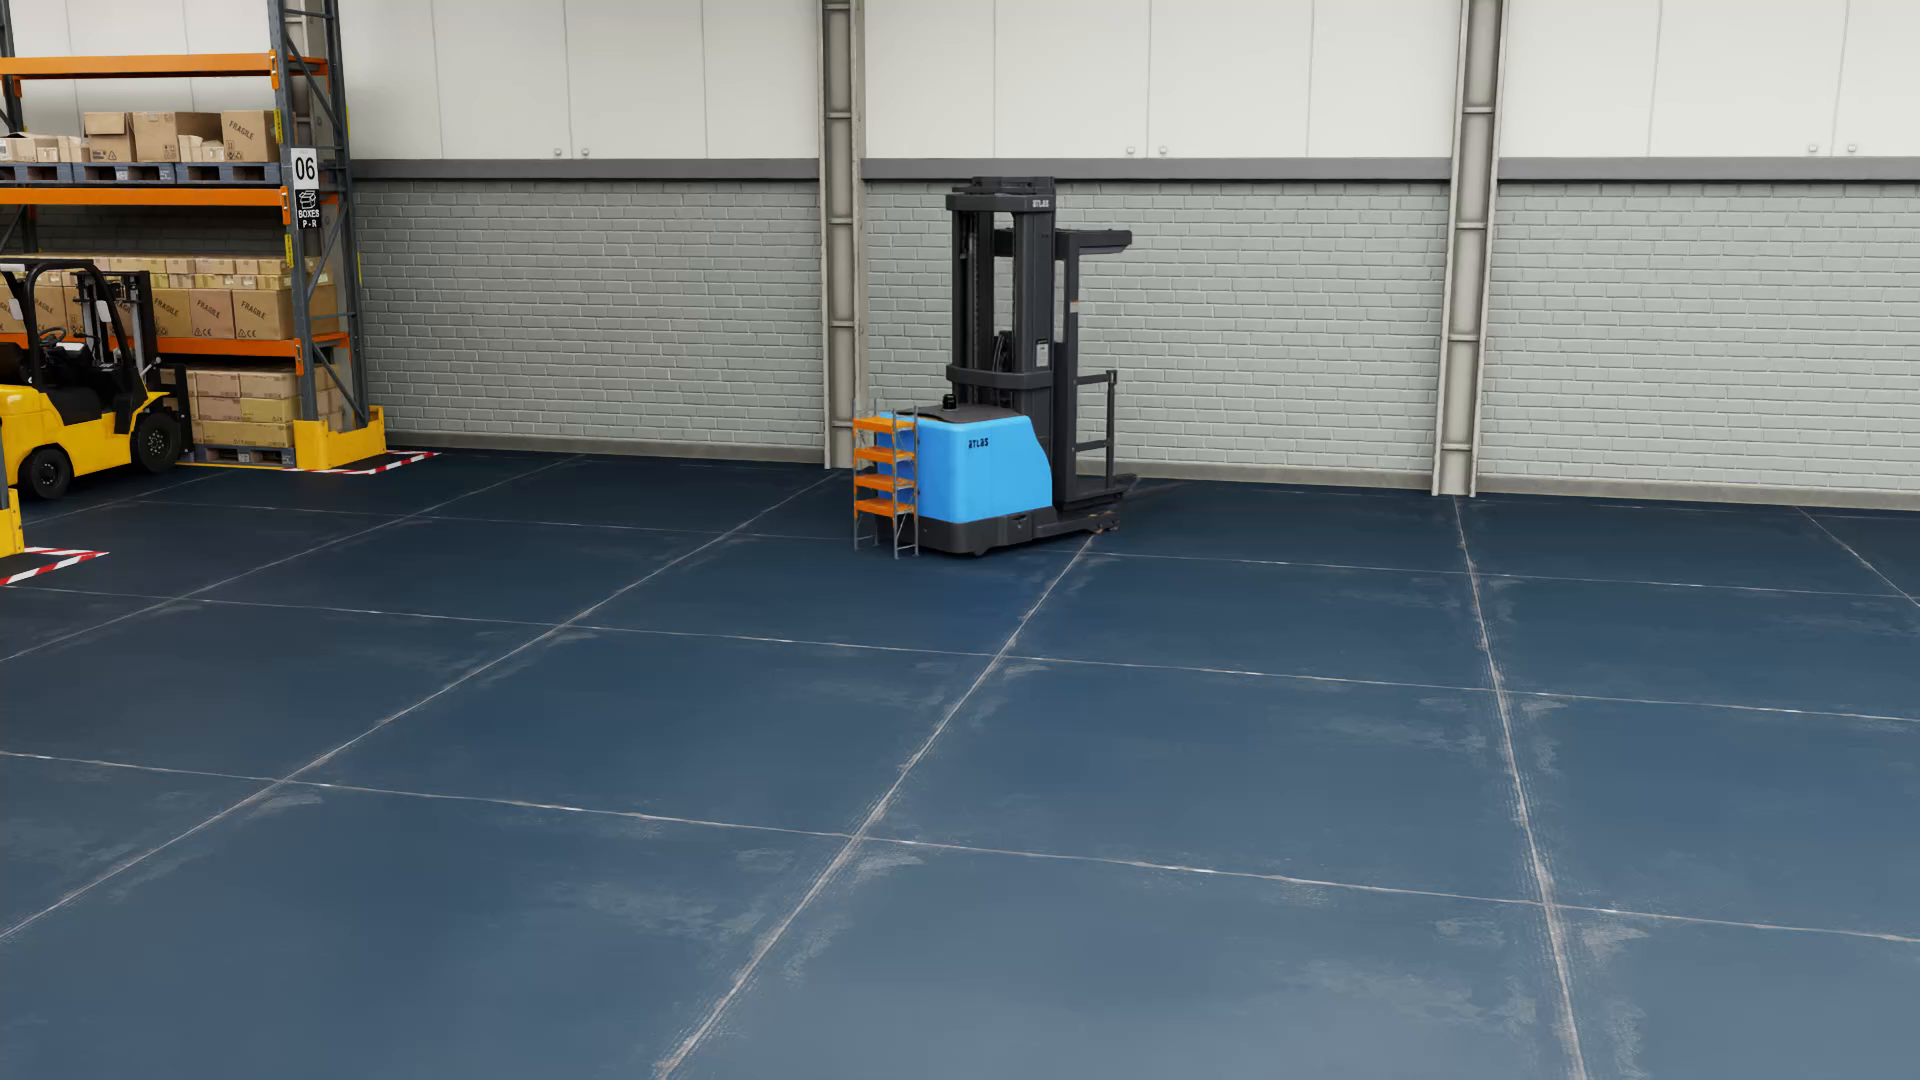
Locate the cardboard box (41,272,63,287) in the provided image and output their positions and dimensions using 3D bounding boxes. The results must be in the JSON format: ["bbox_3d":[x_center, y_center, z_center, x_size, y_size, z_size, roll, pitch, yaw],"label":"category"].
[{"bbox_3d":[-9.430,-2.758,17.510,0.250,0.149,0.380,3,13,15],"label":"cardboard box"}]

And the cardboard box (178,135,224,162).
[{"bbox_3d":[-7.650,-3.951,16.800,0.258,0.266,0.396,3,13,14],"label":"cardboard box"}]

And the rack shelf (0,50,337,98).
[{"bbox_3d":[-8.468,-4.792,17.141,4.000,0.370,1.077,3,13,14],"label":"rack shelf"}]

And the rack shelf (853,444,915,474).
[{"bbox_3d":[-0.590,-0.640,13.125,0.258,0.148,0.480,-12,17,-42],"label":"rack shelf"}]

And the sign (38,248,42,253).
[{"bbox_3d":[-10.278,-3.091,18.561,0.005,0.325,0.100,3,13,14],"label":"sign"}]

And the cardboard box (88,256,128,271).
[{"bbox_3d":[-8.901,-2.895,17.442,0.250,0.149,0.380,3,13,13],"label":"cardboard box"}]

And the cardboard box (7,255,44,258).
[{"bbox_3d":[-9.891,-2.954,17.709,0.250,0.149,0.380,3,13,14],"label":"cardboard box"}]

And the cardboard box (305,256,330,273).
[{"bbox_3d":[-6.801,-2.879,17.369,0.250,0.149,0.380,3,13,12],"label":"cardboard box"}]

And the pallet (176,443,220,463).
[{"bbox_3d":[-8.459,-1.039,17.930,1.213,0.211,1.003,3,13,14],"label":"pallet"}]

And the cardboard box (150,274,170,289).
[{"bbox_3d":[-8.181,-2.692,17.213,0.250,0.149,0.380,3,13,14],"label":"cardboard box"}]

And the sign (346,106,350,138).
[{"bbox_3d":[-6.387,-4.352,17.298,0.005,0.325,0.100,3,13,14],"label":"sign"}]

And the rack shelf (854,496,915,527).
[{"bbox_3d":[-0.590,-0.228,13.217,0.258,0.148,0.480,-12,17,-42],"label":"rack shelf"}]

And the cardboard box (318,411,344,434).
[{"bbox_3d":[-6.956,-1.235,17.754,0.500,0.250,0.500,3,13,14],"label":"cardboard box"}]

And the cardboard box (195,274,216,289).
[{"bbox_3d":[-7.660,-2.679,17.155,0.250,0.149,0.380,3,13,13],"label":"cardboard box"}]

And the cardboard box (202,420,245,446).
[{"bbox_3d":[-7.539,-1.154,17.389,0.500,0.250,0.500,3,13,14],"label":"cardboard box"}]

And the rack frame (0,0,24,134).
[{"bbox_3d":[-10.410,-5.442,17.487,0.127,3.000,1.000,3,13,14],"label":"rack frame"}]

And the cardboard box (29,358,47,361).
[{"bbox_3d":[-9.885,-1.879,18.349,0.500,0.250,0.500,3,13,15],"label":"cardboard box"}]

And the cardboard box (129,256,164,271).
[{"bbox_3d":[-8.415,-2.869,17.325,0.250,0.149,0.380,3,13,14],"label":"cardboard box"}]

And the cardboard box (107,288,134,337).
[{"bbox_3d":[-8.557,-2.404,17.413,0.500,0.500,0.500,3,13,14],"label":"cardboard box"}]

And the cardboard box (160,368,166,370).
[{"bbox_3d":[-8.527,-1.692,17.505,0.500,0.250,0.500,3,13,12],"label":"cardboard box"}]

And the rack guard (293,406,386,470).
[{"bbox_3d":[-6.503,-1.084,17.466,0.348,0.500,1.175,3,13,14],"label":"rack guard"}]

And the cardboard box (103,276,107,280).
[{"bbox_3d":[-8.927,-2.735,17.405,0.250,0.149,0.380,3,13,12],"label":"cardboard box"}]

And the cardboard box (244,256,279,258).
[{"bbox_3d":[-7.307,-2.910,17.510,0.250,0.149,0.380,3,13,15],"label":"cardboard box"}]

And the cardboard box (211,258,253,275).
[{"bbox_3d":[-7.432,-2.805,17.036,0.250,0.149,0.380,3,13,15],"label":"cardboard box"}]

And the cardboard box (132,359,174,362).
[{"bbox_3d":[-8.902,-1.827,18.114,0.500,0.250,0.500,3,13,14],"label":"cardboard box"}]

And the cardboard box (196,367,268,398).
[{"bbox_3d":[-7.545,-1.640,17.271,0.500,0.250,0.500,3,13,15],"label":"cardboard box"}]

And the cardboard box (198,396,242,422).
[{"bbox_3d":[-7.558,-1.400,17.344,0.500,0.250,0.500,3,13,13],"label":"cardboard box"}]

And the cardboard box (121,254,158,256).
[{"bbox_3d":[-8.792,-2.998,17.905,0.250,0.149,0.380,3,13,13],"label":"cardboard box"}]

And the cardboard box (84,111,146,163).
[{"bbox_3d":[-8.544,-4.159,17.189,0.637,0.503,0.797,3,13,15],"label":"cardboard box"}]

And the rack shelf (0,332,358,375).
[{"bbox_3d":[-8.468,-2.058,17.747,4.000,0.370,1.077,3,13,14],"label":"rack shelf"}]

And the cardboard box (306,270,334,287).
[{"bbox_3d":[-6.793,-2.743,17.445,0.250,0.149,0.380,3,13,12],"label":"cardboard box"}]

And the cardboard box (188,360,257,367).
[{"bbox_3d":[-7.916,-1.775,17.878,0.500,0.250,0.500,3,13,13],"label":"cardboard box"}]

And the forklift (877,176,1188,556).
[{"bbox_3d":[0.729,-1.554,13.972,3.031,2.935,1.130,-12,17,-42],"label":"forklift"}]

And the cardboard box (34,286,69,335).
[{"bbox_3d":[-9.532,-2.461,17.669,0.500,0.500,0.500,3,13,15],"label":"cardboard box"}]

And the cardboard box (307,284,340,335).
[{"bbox_3d":[-6.941,-2.439,17.570,0.500,0.500,0.500,3,13,15],"label":"cardboard box"}]

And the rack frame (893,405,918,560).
[{"bbox_3d":[-0.423,-0.449,12.986,0.240,1.200,0.015,-12,17,-42],"label":"rack frame"}]

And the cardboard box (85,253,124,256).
[{"bbox_3d":[-9.275,-3.039,18.089,0.250,0.149,0.380,3,13,12],"label":"cardboard box"}]

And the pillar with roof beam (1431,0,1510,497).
[{"bbox_3d":[3.633,-3.932,10.681,0.400,9.000,9.100,3,13,14],"label":"pillar with roof beam"}]

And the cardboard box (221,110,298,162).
[{"bbox_3d":[-7.014,-4.045,16.682,0.500,0.500,0.500,3,13,15],"label":"cardboard box"}]

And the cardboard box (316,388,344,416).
[{"bbox_3d":[-6.933,-1.481,17.706,0.500,0.250,0.500,3,13,15],"label":"cardboard box"}]

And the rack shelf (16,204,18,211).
[{"bbox_3d":[-12.351,-3.730,18.358,4.000,0.370,1.077,3,13,14],"label":"rack shelf"}]

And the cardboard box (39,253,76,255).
[{"bbox_3d":[-9.794,-3.049,18.137,0.250,0.149,0.380,3,13,12],"label":"cardboard box"}]

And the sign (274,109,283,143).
[{"bbox_3d":[-6.670,-4.050,16.278,0.005,0.325,0.100,3,13,14],"label":"sign"}]

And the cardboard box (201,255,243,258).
[{"bbox_3d":[-7.805,-2.935,17.620,0.250,0.149,0.380,3,13,15],"label":"cardboard box"}]

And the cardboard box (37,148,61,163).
[{"bbox_3d":[-9.301,-3.982,17.210,0.250,0.149,0.380,3,13,15],"label":"cardboard box"}]

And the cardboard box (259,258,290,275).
[{"bbox_3d":[-6.924,-2.791,16.972,0.250,0.149,0.380,3,13,14],"label":"cardboard box"}]

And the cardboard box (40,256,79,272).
[{"bbox_3d":[-9.420,-2.904,17.483,0.250,0.149,0.380,3,13,15],"label":"cardboard box"}]

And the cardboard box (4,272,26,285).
[{"bbox_3d":[-9.911,-2.794,17.673,0.250,0.149,0.380,3,13,15],"label":"cardboard box"}]

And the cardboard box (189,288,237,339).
[{"bbox_3d":[-7.568,-2.354,17.187,0.500,0.500,0.500,3,13,15],"label":"cardboard box"}]

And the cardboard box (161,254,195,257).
[{"bbox_3d":[-8.296,-2.965,17.758,0.250,0.149,0.380,3,13,14],"label":"cardboard box"}]

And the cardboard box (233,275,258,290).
[{"bbox_3d":[-7.185,-2.637,16.967,0.250,0.149,0.380,3,13,14],"label":"cardboard box"}]

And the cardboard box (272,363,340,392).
[{"bbox_3d":[-6.947,-1.721,17.637,0.500,0.250,0.500,3,13,13],"label":"cardboard box"}]

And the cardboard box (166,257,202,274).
[{"bbox_3d":[-7.935,-2.824,17.120,0.250,0.149,0.380,3,13,15],"label":"cardboard box"}]

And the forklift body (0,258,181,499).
[{"bbox_3d":[-8.804,-1.606,16.008,1.214,2.155,2.313,3,13,14],"label":"forklift body"}]

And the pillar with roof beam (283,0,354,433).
[{"bbox_3d":[-8.018,-4.555,13.488,0.400,9.000,9.100,3,13,14],"label":"pillar with roof beam"}]

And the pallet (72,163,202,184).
[{"bbox_3d":[-8.395,-3.832,17.359,1.213,0.211,1.003,3,13,14],"label":"pallet"}]

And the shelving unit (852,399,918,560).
[{"bbox_3d":[-0.590,-0.487,13.159,0.258,1.200,0.503,-12,17,-42],"label":"shelving unit"}]

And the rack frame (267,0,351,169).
[{"bbox_3d":[-6.526,-5.235,16.551,0.127,3.000,1.000,3,13,14],"label":"rack frame"}]
